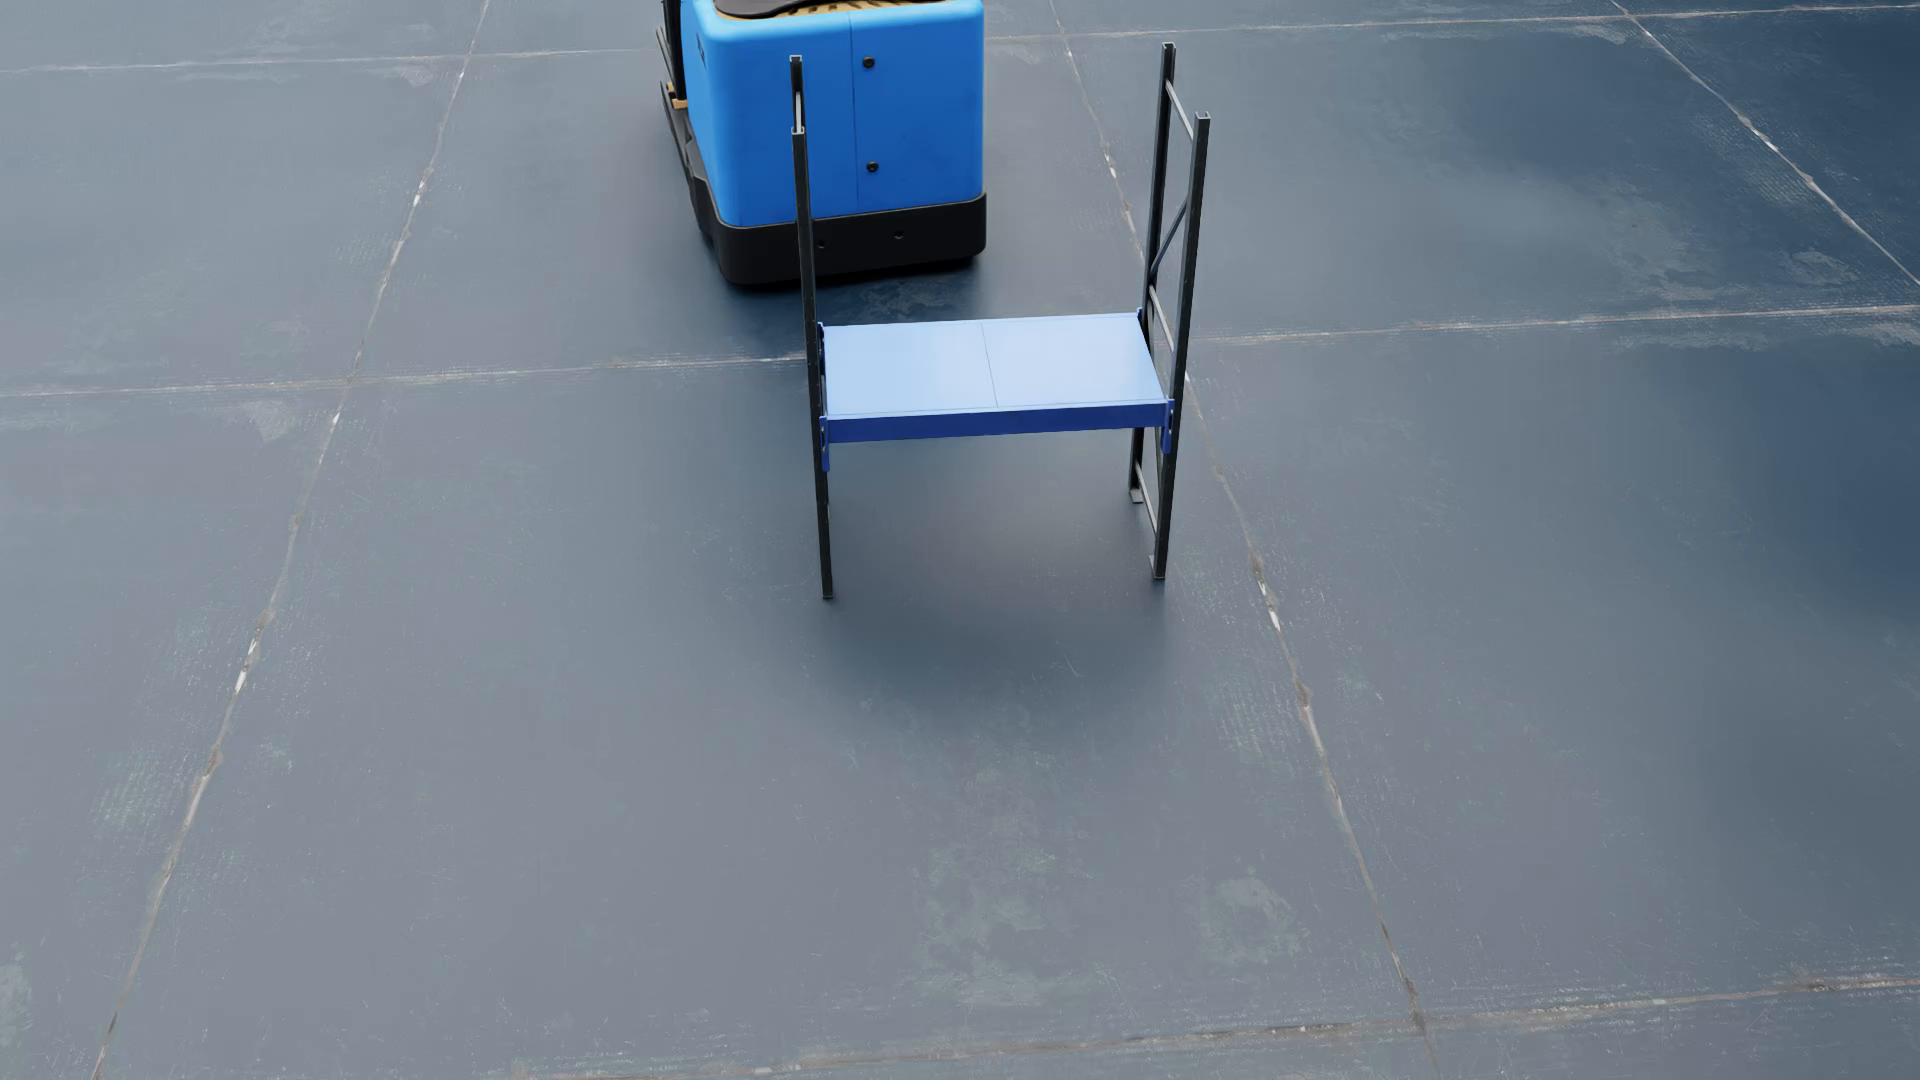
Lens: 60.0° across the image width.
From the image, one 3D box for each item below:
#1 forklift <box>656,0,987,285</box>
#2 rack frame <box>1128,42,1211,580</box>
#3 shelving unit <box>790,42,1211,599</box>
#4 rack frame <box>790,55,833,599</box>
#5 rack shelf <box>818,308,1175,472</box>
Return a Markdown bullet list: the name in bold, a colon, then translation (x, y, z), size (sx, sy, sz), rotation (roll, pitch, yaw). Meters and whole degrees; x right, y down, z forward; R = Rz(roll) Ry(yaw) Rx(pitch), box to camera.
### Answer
- **forklift**: translation (-0.763, -3.047, 6.746), size (1.130, 2.935, 3.031), rotation (-9, 39, -11)
- **rack frame**: translation (0.591, -0.621, 4.827), size (0.032, 1.500, 0.500), rotation (-3, 38, -4)
- **shelving unit**: translation (0.085, -0.593, 4.791), size (1.048, 1.500, 0.538), rotation (-3, 38, -4)
- **rack frame**: translation (-0.421, -0.566, 4.756), size (0.032, 1.500, 0.500), rotation (-3, 38, -4)
- **rack shelf**: translation (0.085, -0.452, 4.903), size (1.000, 0.185, 0.538), rotation (-3, 38, -4)
